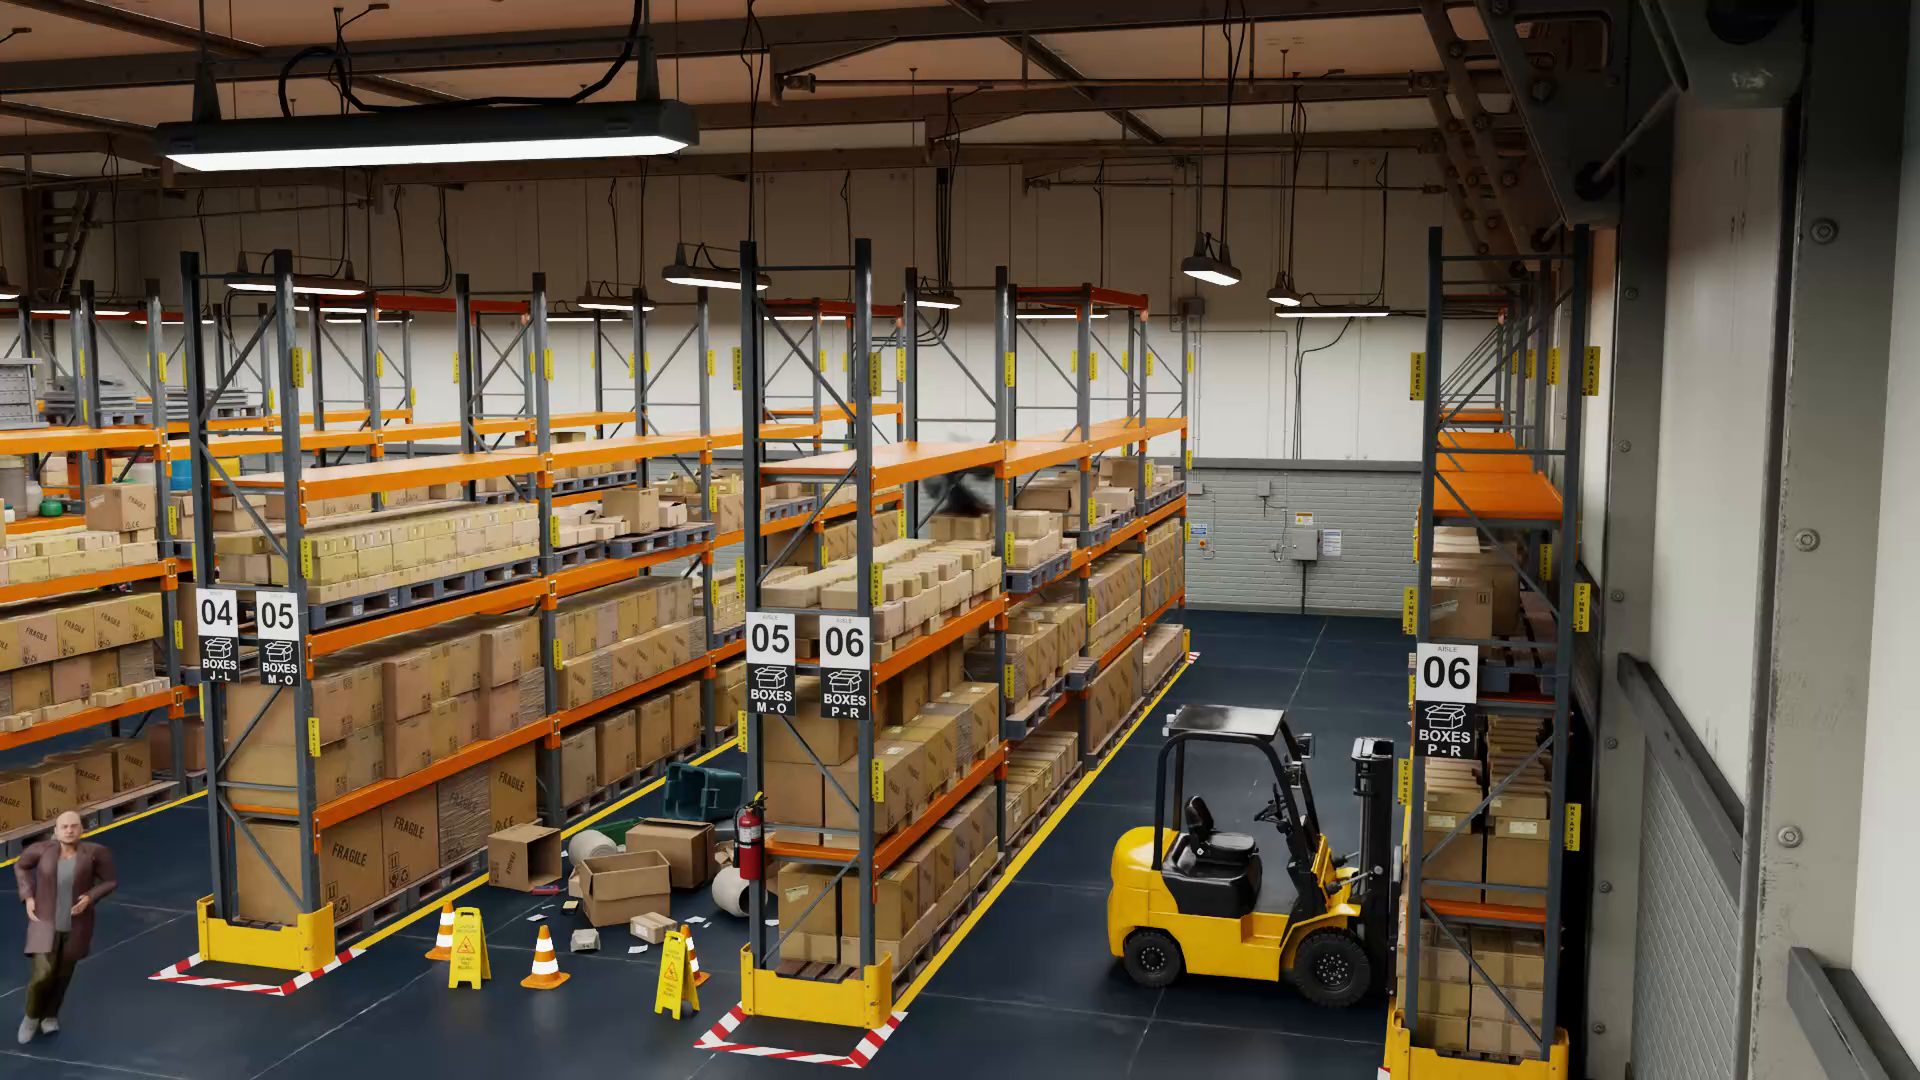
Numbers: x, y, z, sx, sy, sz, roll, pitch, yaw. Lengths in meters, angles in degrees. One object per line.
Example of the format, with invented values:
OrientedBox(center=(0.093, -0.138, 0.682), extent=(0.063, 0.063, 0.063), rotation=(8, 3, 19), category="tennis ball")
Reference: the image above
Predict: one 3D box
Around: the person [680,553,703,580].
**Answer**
OrientedBox(center=(-4.736, 1.028, 29.834), extent=(0.648, 1.650, 0.603), rotation=(0, 6, -1), category="person")

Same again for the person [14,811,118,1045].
OrientedBox(center=(-6.749, 3.009, 12.566), extent=(0.730, 1.548, 0.722), rotation=(-3, 7, -29), category="person")
